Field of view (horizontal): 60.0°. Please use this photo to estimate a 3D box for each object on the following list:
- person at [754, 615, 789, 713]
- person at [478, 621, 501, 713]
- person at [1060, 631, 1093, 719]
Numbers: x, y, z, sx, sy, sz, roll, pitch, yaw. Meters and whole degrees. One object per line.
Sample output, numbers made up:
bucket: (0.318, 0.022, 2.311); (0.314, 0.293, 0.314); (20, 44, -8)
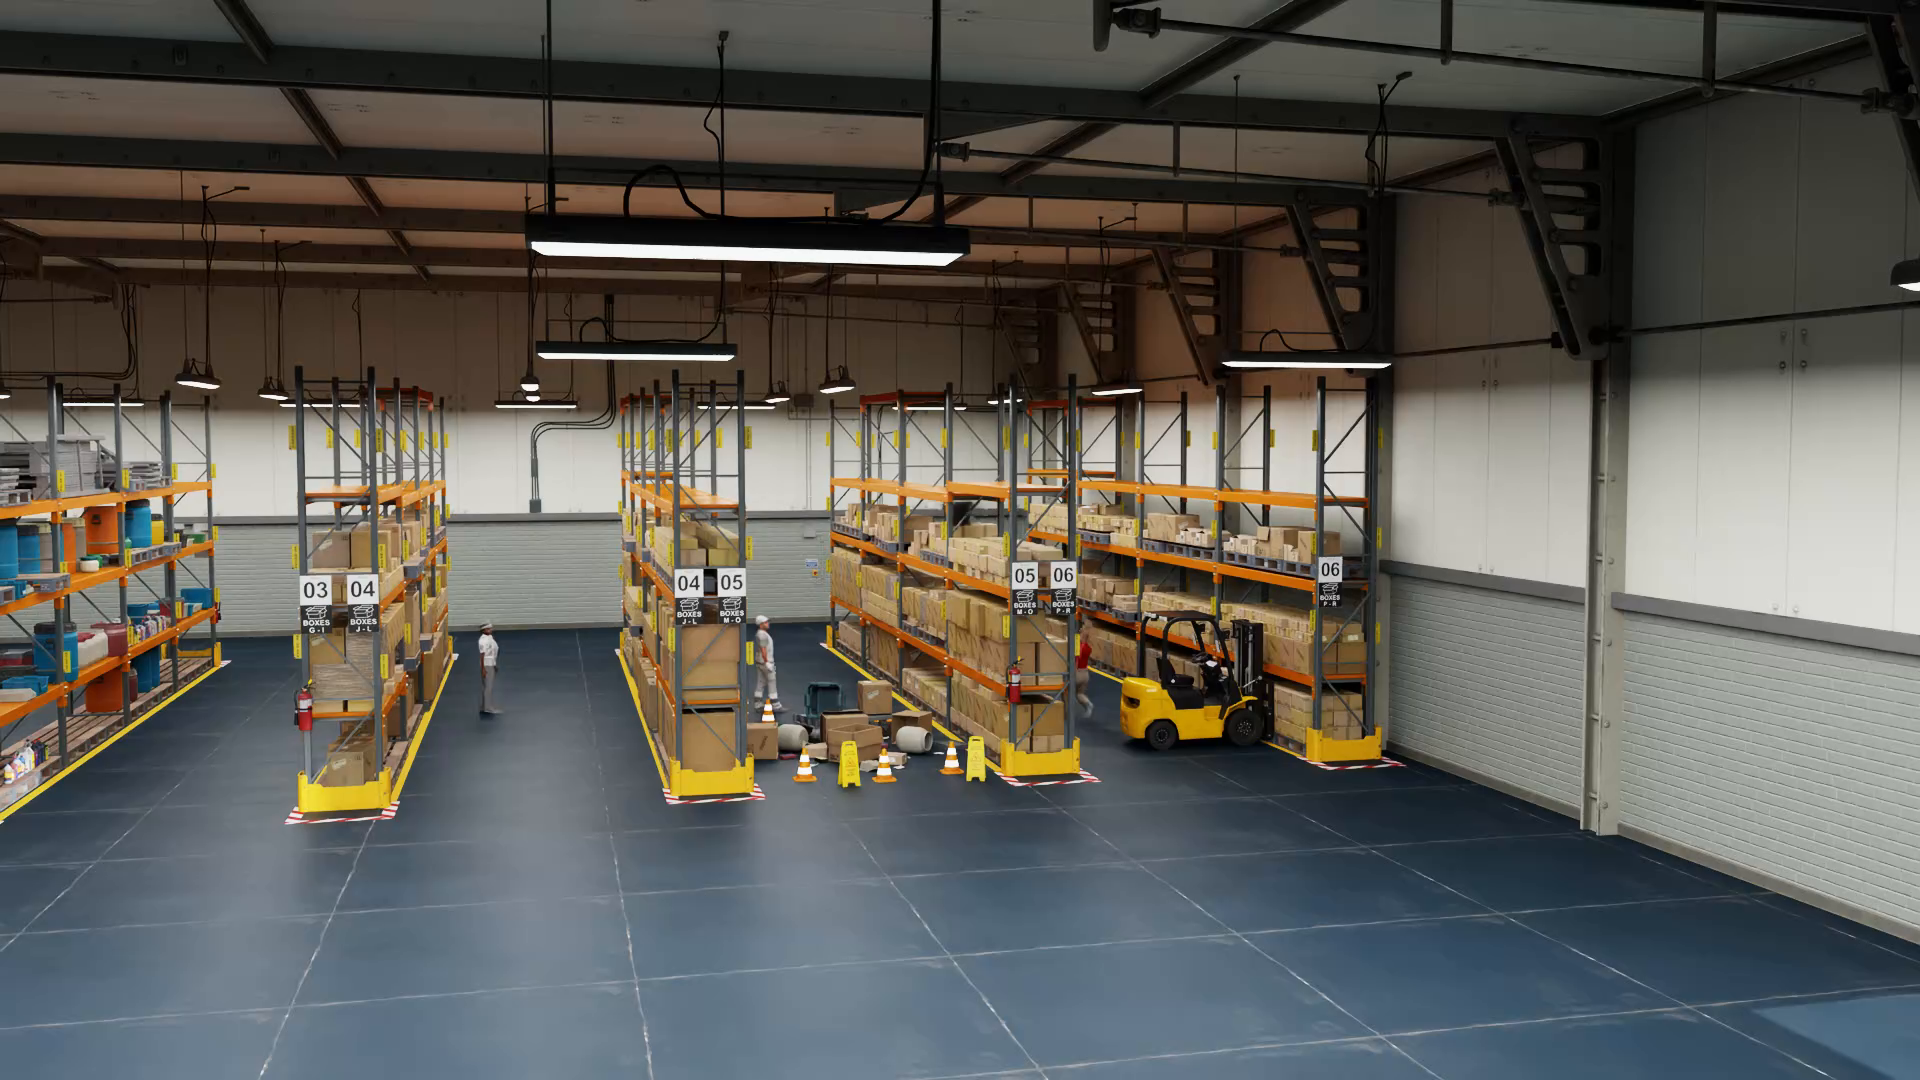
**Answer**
person: (-3.501, 2.281, 30.731); (0.574, 1.781, 0.616); (-2, 4, -24)
person: (-8.684, 2.332, 30.654); (0.409, 1.704, 0.465); (-1, 4, -14)
person: (2.051, 2.427, 29.879); (0.627, 1.599, 0.801); (-3, 4, -41)
